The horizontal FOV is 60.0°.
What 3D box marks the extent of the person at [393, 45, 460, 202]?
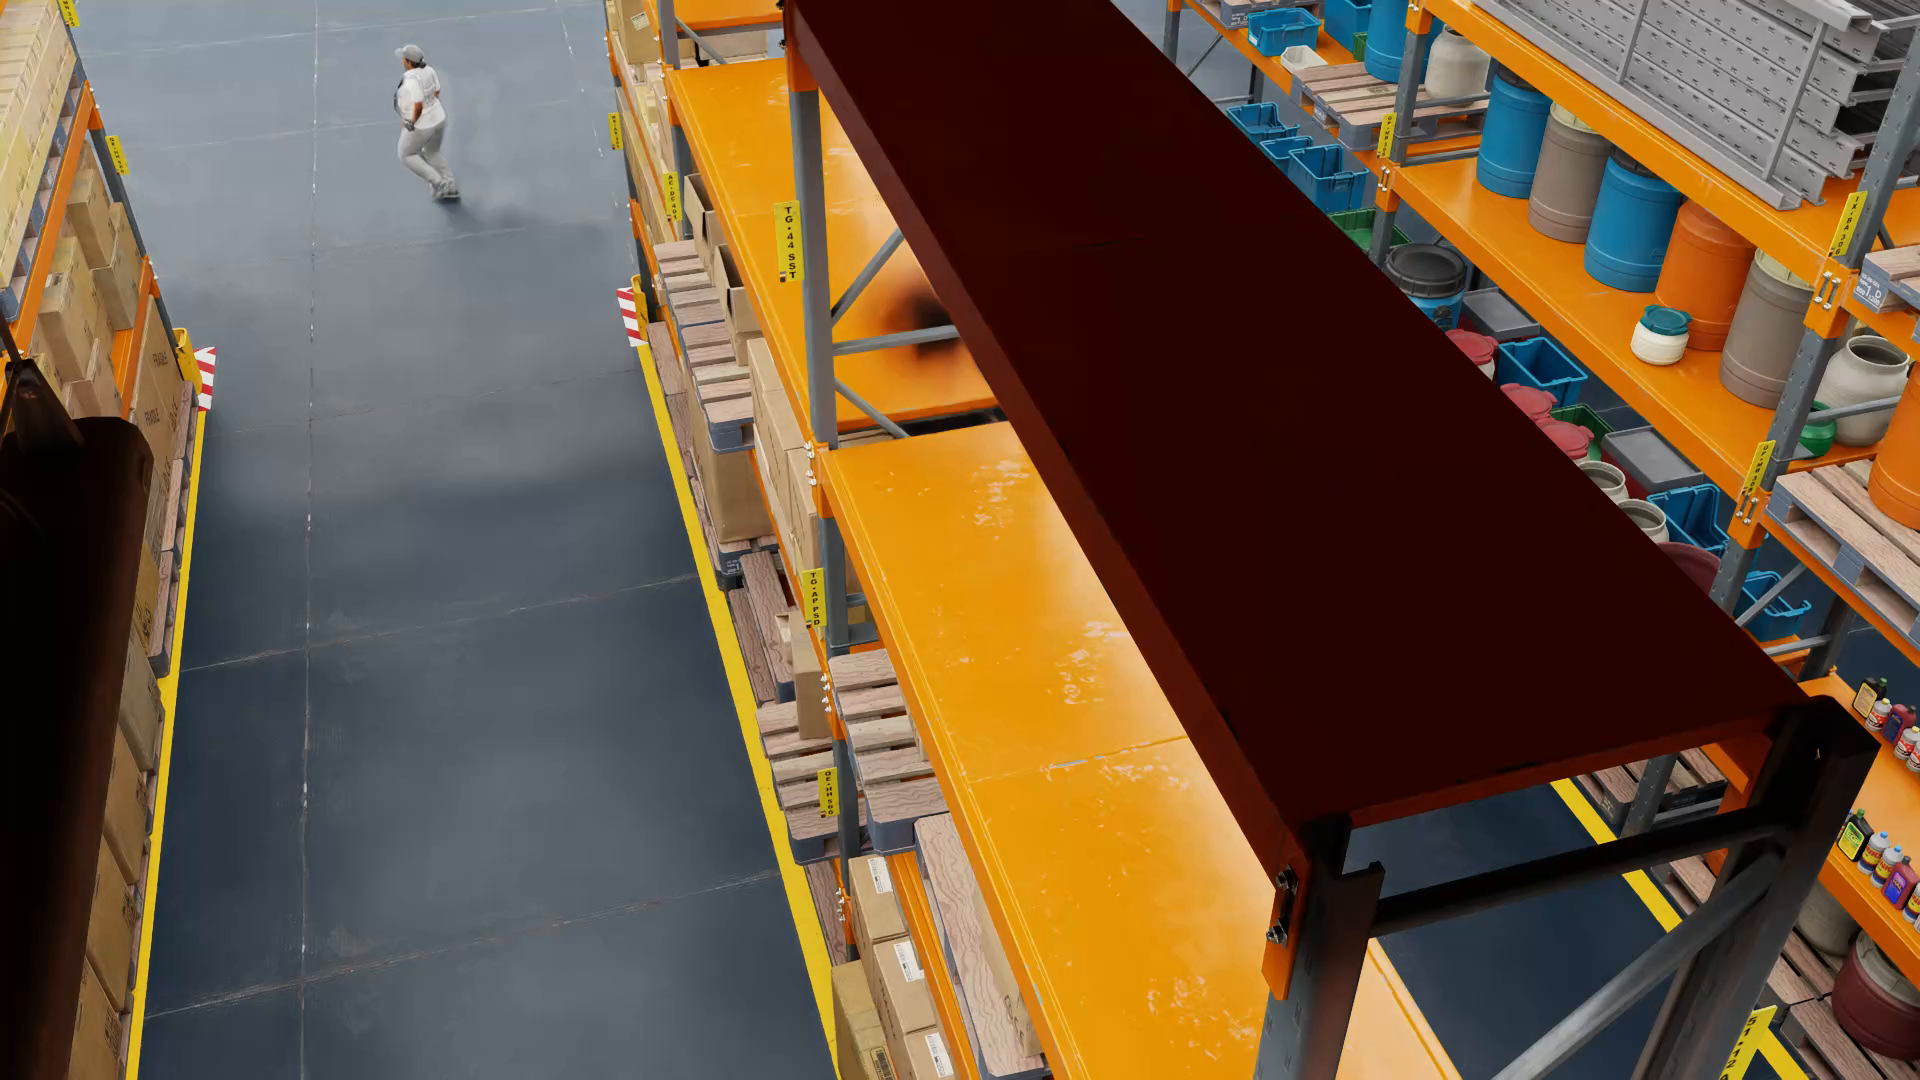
[{"bbox_3d":[-5.482,-4.218,16.826,0.565,1.632,0.592,12,40,15],"label":"person"}]
